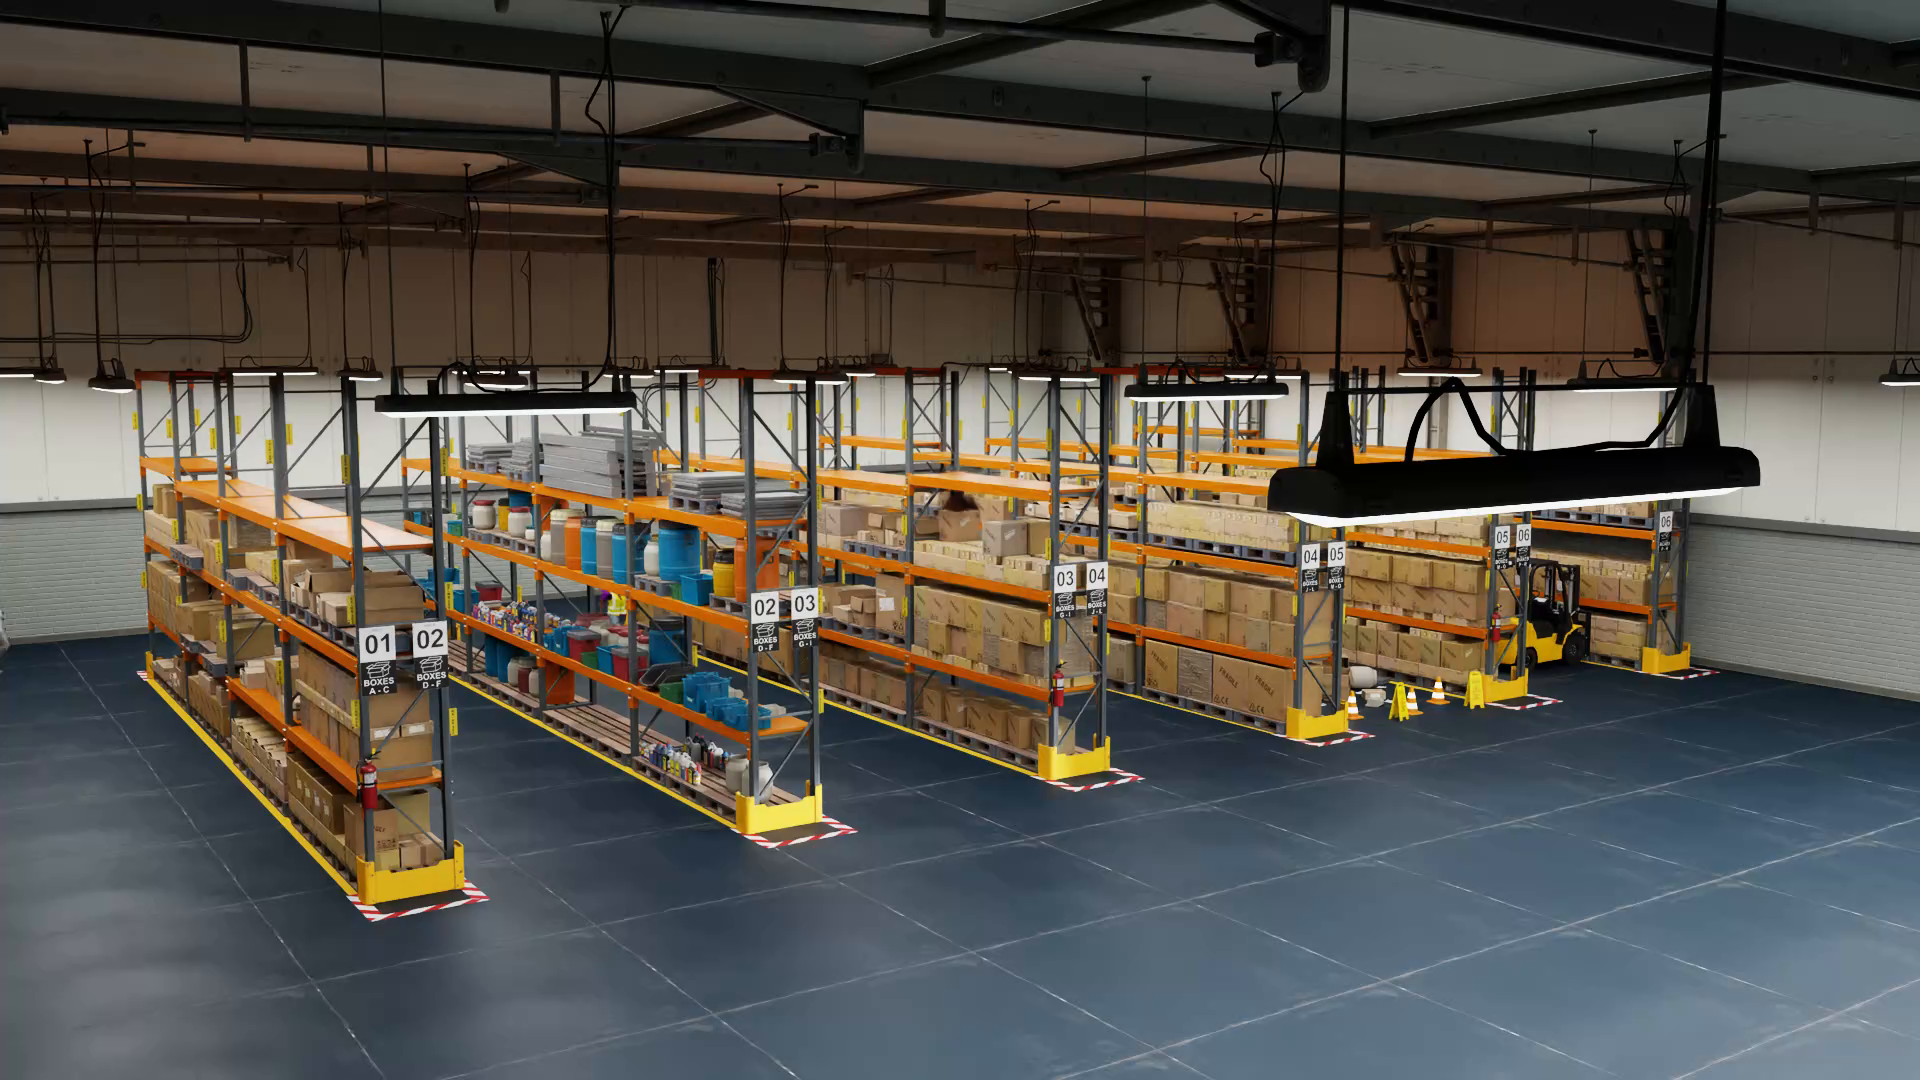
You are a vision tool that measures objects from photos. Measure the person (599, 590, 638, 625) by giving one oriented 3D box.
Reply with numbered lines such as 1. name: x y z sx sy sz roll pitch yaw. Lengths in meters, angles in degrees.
1. person: -7.144 1.567 34.723 0.691 1.745 1.003 -4 8 -33

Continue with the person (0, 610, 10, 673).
1. person: -18.939 1.799 32.644 0.443 1.678 0.501 -3 7 -25
